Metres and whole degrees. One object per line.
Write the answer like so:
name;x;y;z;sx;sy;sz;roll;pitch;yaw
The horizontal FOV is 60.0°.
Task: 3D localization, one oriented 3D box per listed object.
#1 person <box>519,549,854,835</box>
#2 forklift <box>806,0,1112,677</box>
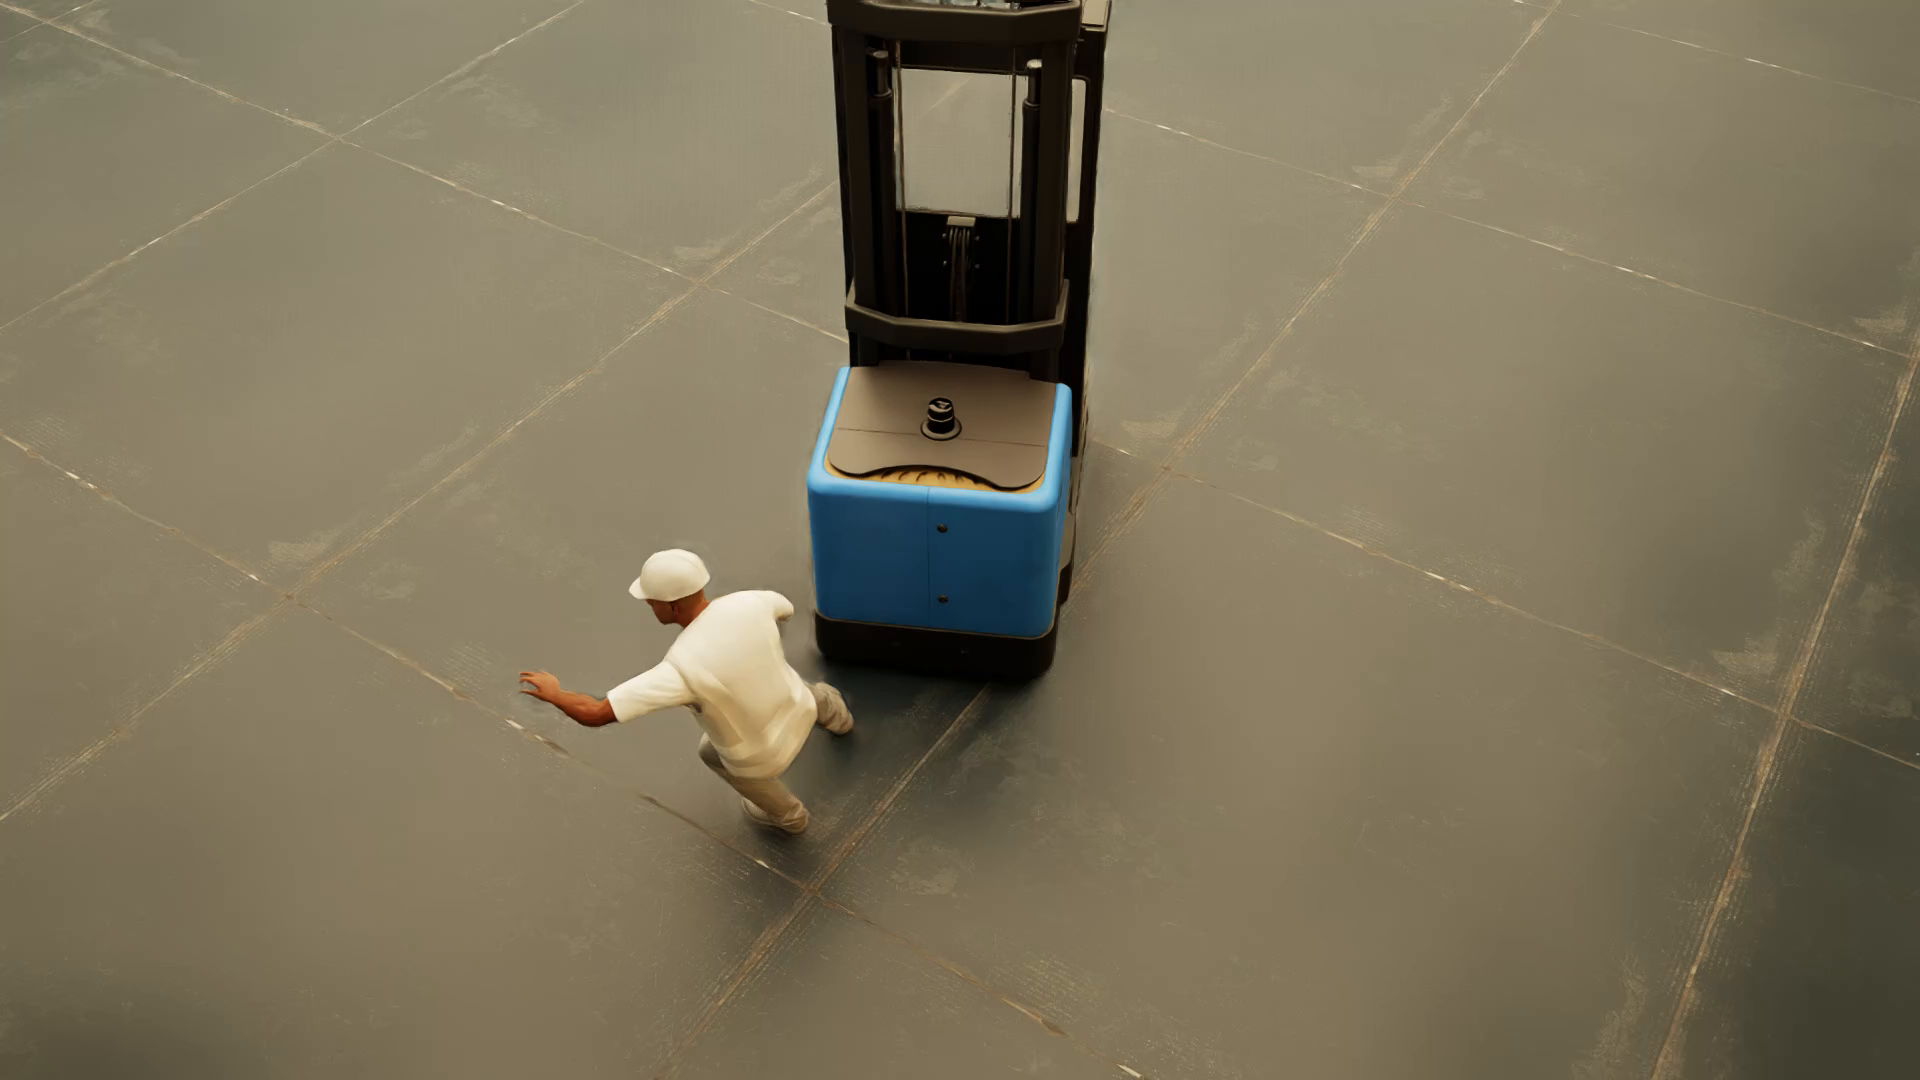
person;-0.921;0.519;6.349;0.912;1.515;1.242;23;48;22
forklift;0.065;-1.486;7.416;1.130;2.935;3.031;5;44;5
